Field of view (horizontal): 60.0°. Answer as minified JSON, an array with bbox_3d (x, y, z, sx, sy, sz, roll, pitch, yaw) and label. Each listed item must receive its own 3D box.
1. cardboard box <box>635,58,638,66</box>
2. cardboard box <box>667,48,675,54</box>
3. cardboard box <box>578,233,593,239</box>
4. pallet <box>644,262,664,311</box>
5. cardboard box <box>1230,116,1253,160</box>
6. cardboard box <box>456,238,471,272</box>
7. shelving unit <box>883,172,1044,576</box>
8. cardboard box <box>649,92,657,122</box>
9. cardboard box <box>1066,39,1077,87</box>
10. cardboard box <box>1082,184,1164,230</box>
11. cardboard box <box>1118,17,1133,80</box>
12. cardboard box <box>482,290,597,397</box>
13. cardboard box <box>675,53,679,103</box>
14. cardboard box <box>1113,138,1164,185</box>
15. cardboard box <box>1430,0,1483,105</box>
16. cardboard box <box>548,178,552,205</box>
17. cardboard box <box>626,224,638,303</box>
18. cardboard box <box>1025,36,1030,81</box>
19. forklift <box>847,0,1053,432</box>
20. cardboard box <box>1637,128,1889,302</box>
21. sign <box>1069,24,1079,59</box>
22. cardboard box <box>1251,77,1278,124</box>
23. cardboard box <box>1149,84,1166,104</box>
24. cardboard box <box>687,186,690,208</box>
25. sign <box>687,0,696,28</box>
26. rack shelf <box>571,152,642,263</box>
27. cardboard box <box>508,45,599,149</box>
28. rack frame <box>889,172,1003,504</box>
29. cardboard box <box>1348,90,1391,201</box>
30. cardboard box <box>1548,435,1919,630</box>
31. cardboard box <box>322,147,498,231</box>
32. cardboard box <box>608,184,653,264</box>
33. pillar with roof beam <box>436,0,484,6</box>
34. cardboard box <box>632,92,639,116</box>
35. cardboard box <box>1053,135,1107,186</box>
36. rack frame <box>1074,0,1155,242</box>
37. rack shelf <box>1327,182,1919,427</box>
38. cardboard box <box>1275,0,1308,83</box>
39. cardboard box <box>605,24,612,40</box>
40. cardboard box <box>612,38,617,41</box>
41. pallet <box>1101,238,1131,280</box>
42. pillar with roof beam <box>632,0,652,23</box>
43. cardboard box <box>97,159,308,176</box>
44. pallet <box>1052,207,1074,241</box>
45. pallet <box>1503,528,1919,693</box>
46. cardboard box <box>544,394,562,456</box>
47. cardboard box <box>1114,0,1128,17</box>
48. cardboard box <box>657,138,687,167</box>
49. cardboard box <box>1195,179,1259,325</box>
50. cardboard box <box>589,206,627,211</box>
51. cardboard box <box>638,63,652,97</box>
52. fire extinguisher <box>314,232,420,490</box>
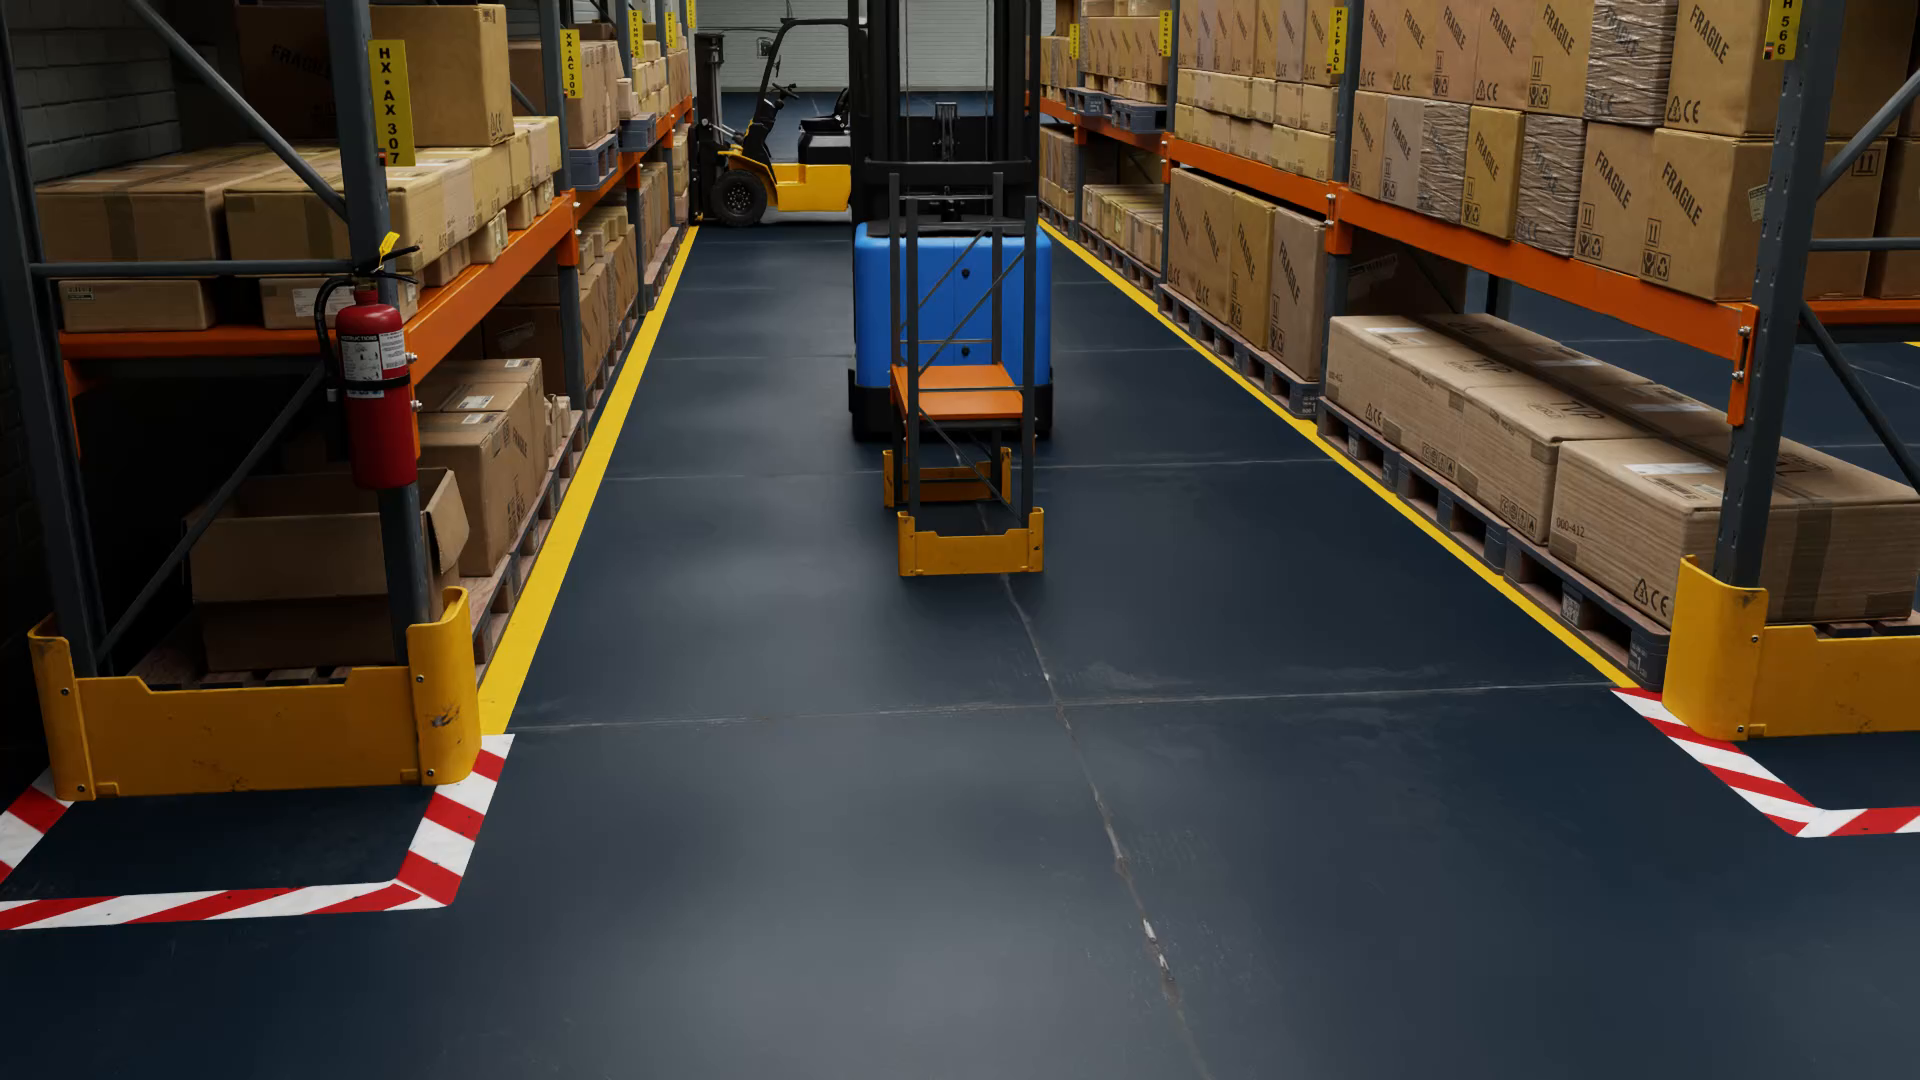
[{"bbox_3d":[-2.640,-3.648,12.540,0.380,0.149,0.250,-1,17,-4],"label":"cardboard box"},{"bbox_3d":[-3.089,-4.989,16.811,0.380,0.149,0.250,-1,17,-4],"label":"cardboard box"},{"bbox_3d":[-2.485,-1.815,10.338,0.380,0.149,0.250,-2,18,-5],"label":"cardboard box"},{"bbox_3d":[-2.917,-2.023,13.270,1.003,0.211,1.213,-2,18,-6],"label":"pallet"},{"bbox_3d":[2.039,-2.581,10.640,0.500,0.250,0.500,-2,18,-6],"label":"cardboard box"},{"bbox_3d":[-1.939,-1.018,5.832,0.380,0.149,0.250,-2,17,-5],"label":"cardboard box"},{"bbox_3d":[-0.008,-0.738,7.025,0.587,1.500,1.083,-2,18,-6],"label":"shelving unit"},{"bbox_3d":[-2.833,-3.633,13.993,0.500,0.250,0.500,-1,17,-4],"label":"cardboard box"},{"bbox_3d":[1.360,-4.768,16.693,0.500,0.500,0.500,-2,18,-7],"label":"cardboard box"},{"bbox_3d":[1.710,-3.244,16.188,0.950,0.372,0.625,-2,17,-5],"label":"cardboard box"},{"bbox_3d":[1.625,-4.083,13.809,0.500,0.500,0.500,-3,18,-9],"label":"cardboard box"},{"bbox_3d":[-2.285,-1.074,9.064,0.500,0.500,0.500,-1,17,-3],"label":"cardboard box"},{"bbox_3d":[-3.193,-4.793,17.268,0.500,0.500,0.500,-2,18,-6],"label":"cardboard box"},{"bbox_3d":[1.861,-3.884,17.178,0.500,0.500,0.500,-1,17,-3],"label":"cardboard box"},{"bbox_3d":[2.374,-2.142,7.155,0.500,0.500,0.500,-1,17,-5],"label":"cardboard box"},{"bbox_3d":[-2.126,-1.632,7.786,0.380,0.149,0.250,-1,17,-4],"label":"cardboard box"},{"bbox_3d":[-2.614,-1.996,11.998,0.500,0.500,0.500,-1,17,-4],"label":"cardboard box"},{"bbox_3d":[1.014,-5.685,19.615,0.500,0.500,0.500,-2,18,-6],"label":"cardboard box"},{"bbox_3d":[-0.099,-2.354,9.783,1.130,2.935,3.031,-1,17,-3],"label":"forklift"},{"bbox_3d":[2.578,-1.062,5.384,0.500,0.500,0.500,-2,18,-5],"label":"cardboard box"},{"bbox_3d":[1.114,-4.848,16.165,0.100,0.325,0.005,-2,18,-6],"label":"sign"},{"bbox_3d":[2.073,-2.664,10.070,0.500,0.250,0.500,-1,17,-4],"label":"cardboard box"},{"bbox_3d":[1.698,-3.510,13.069,0.380,0.149,0.250,-2,17,-5],"label":"cardboard box"},{"bbox_3d":[-3.141,-3.645,17.670,0.500,0.250,0.500,-1,17,-5],"label":"cardboard box"},{"bbox_3d":[-3.155,-6.169,19.490,0.100,0.325,0.005,-2,18,-6],"label":"sign"},{"bbox_3d":[-2.665,-2.168,10.277,1.077,0.370,4.000,-2,18,-6],"label":"rack shelf"},{"bbox_3d":[-2.286,-2.315,8.674,0.700,0.500,0.500,-1,17,-4],"label":"cardboard box"},{"bbox_3d":[-0.061,-0.892,7.516,0.500,1.500,0.032,-2,18,-6],"label":"rack frame"},{"bbox_3d":[2.266,-1.970,8.277,0.500,0.500,0.500,-1,17,-4],"label":"cardboard box"},{"bbox_3d":[2.723,-0.050,5.904,0.875,0.438,0.875,-2,18,-8],"label":"cardboard box"},{"bbox_3d":[-1.933,-1.239,5.869,0.500,0.250,0.500,-2,18,-7],"label":"cardboard box"},{"bbox_3d":[-2.997,-2.555,13.572,0.875,0.625,0.625,-1,17,-4],"label":"cardboard box"},{"bbox_3d":[0.380,-6.463,12.741,9.100,9.000,0.400,-2,18,-6],"label":"pillar with roof beam"},{"bbox_3d":[-2.422,-3.004,11.456,0.380,0.149,0.250,-1,17,-5],"label":"cardboard box"},{"bbox_3d":[1.271,-4.019,17.609,0.500,0.500,0.500,-1,17,-5],"label":"cardboard box"},{"bbox_3d":[1.653,-4.454,16.355,1.000,3.000,0.127,-2,18,-6],"label":"rack frame"},{"bbox_3d":[2.685,-1.131,6.973,1.077,0.370,4.000,-2,18,-6],"label":"rack shelf"},{"bbox_3d":[2.122,-2.874,9.488,0.500,0.500,0.500,-1,17,-5],"label":"cardboard box"},{"bbox_3d":[-3.602,-4.960,16.222,0.380,0.149,0.250,-2,18,-7],"label":"cardboard box"},{"bbox_3d":[-3.650,-5.050,17.004,0.380,0.149,0.250,-1,17,-4],"label":"cardboard box"},{"bbox_3d":[1.864,-2.527,14.874,1.003,0.211,1.213,-2,18,-6],"label":"pallet"},{"bbox_3d":[-1.477,-11.826,29.823,9.100,9.000,0.400,-2,18,-6],"label":"pillar with roof beam"},{"bbox_3d":[-2.409,-1.077,5.353,0.500,0.250,0.500,-2,18,-5],"label":"cardboard box"},{"bbox_3d":[1.549,-3.322,17.407,1.003,0.211,1.213,-2,18,-6],"label":"pallet"},{"bbox_3d":[2.731,0.216,6.136,1.003,0.211,1.213,-2,18,-6],"label":"pallet"},{"bbox_3d":[-2.072,-0.548,7.779,0.396,0.266,0.258,-1,17,-4],"label":"cardboard box"},{"bbox_3d":[1.564,-4.682,14.634,0.380,0.149,0.250,-1,17,-3],"label":"cardboard box"},{"bbox_3d":[-3.064,-3.971,17.038,0.500,0.250,0.500,-2,18,-6],"label":"cardboard box"},{"bbox_3d":[2.142,-1.974,11.304,0.875,0.875,0.875,-2,17,-5],"label":"cardboard box"},{"bbox_3d":[-2.568,-2.285,11.838,0.380,0.149,0.250,-3,18,-8],"label":"cardboard box"},{"bbox_3d":[-2.760,-3.720,13.434,0.500,0.250,0.500,-2,18,-7],"label":"cardboard box"},{"bbox_3d":[-1.571,-0.480,4.448,0.296,0.674,0.183,-2,18,-6],"label":"fire extinguisher"}]
